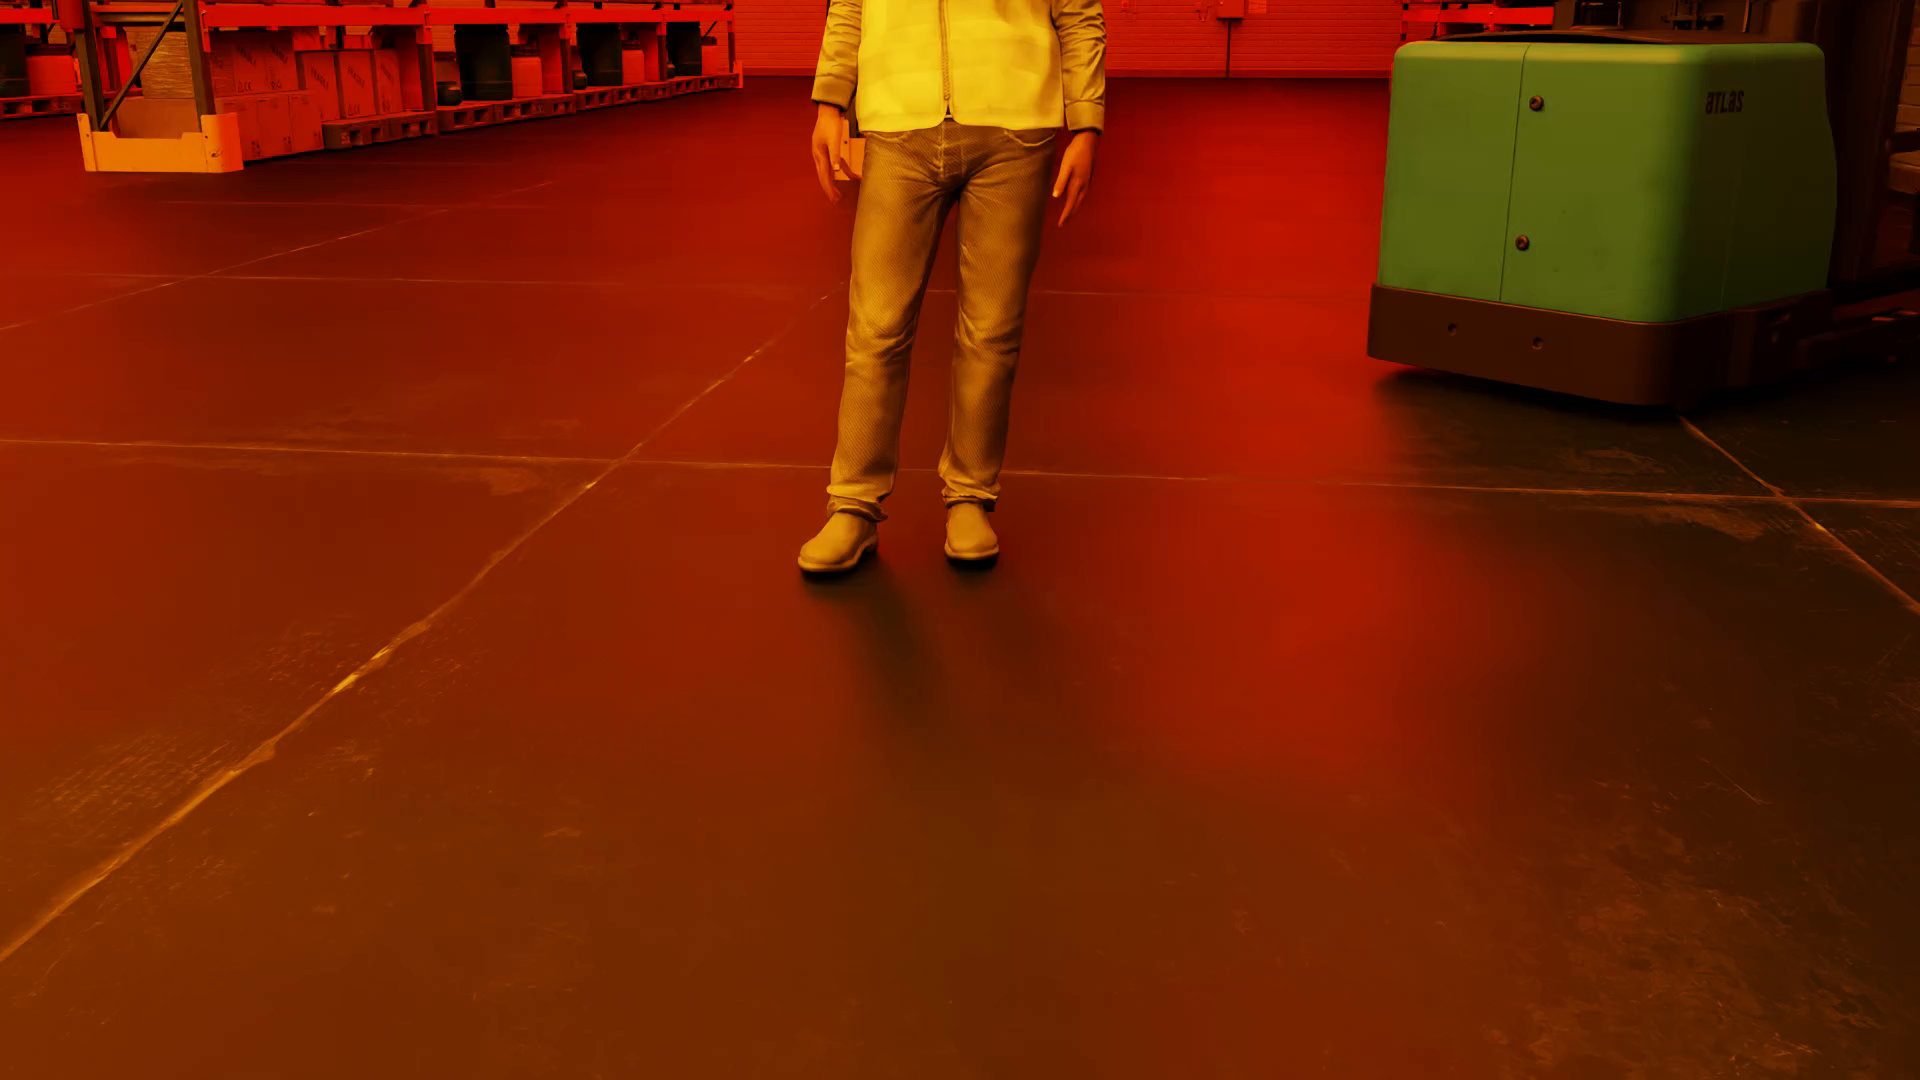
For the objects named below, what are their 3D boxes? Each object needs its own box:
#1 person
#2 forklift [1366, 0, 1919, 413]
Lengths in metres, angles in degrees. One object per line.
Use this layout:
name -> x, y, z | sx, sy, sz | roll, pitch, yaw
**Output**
person -> -0.016, -0.835, 3.500 | 0.632, 1.773, 0.568 | 2, 18, 7
forklift -> 2.813, -2.116, 5.662 | 3.031, 2.935, 1.130 | -14, 22, -37
